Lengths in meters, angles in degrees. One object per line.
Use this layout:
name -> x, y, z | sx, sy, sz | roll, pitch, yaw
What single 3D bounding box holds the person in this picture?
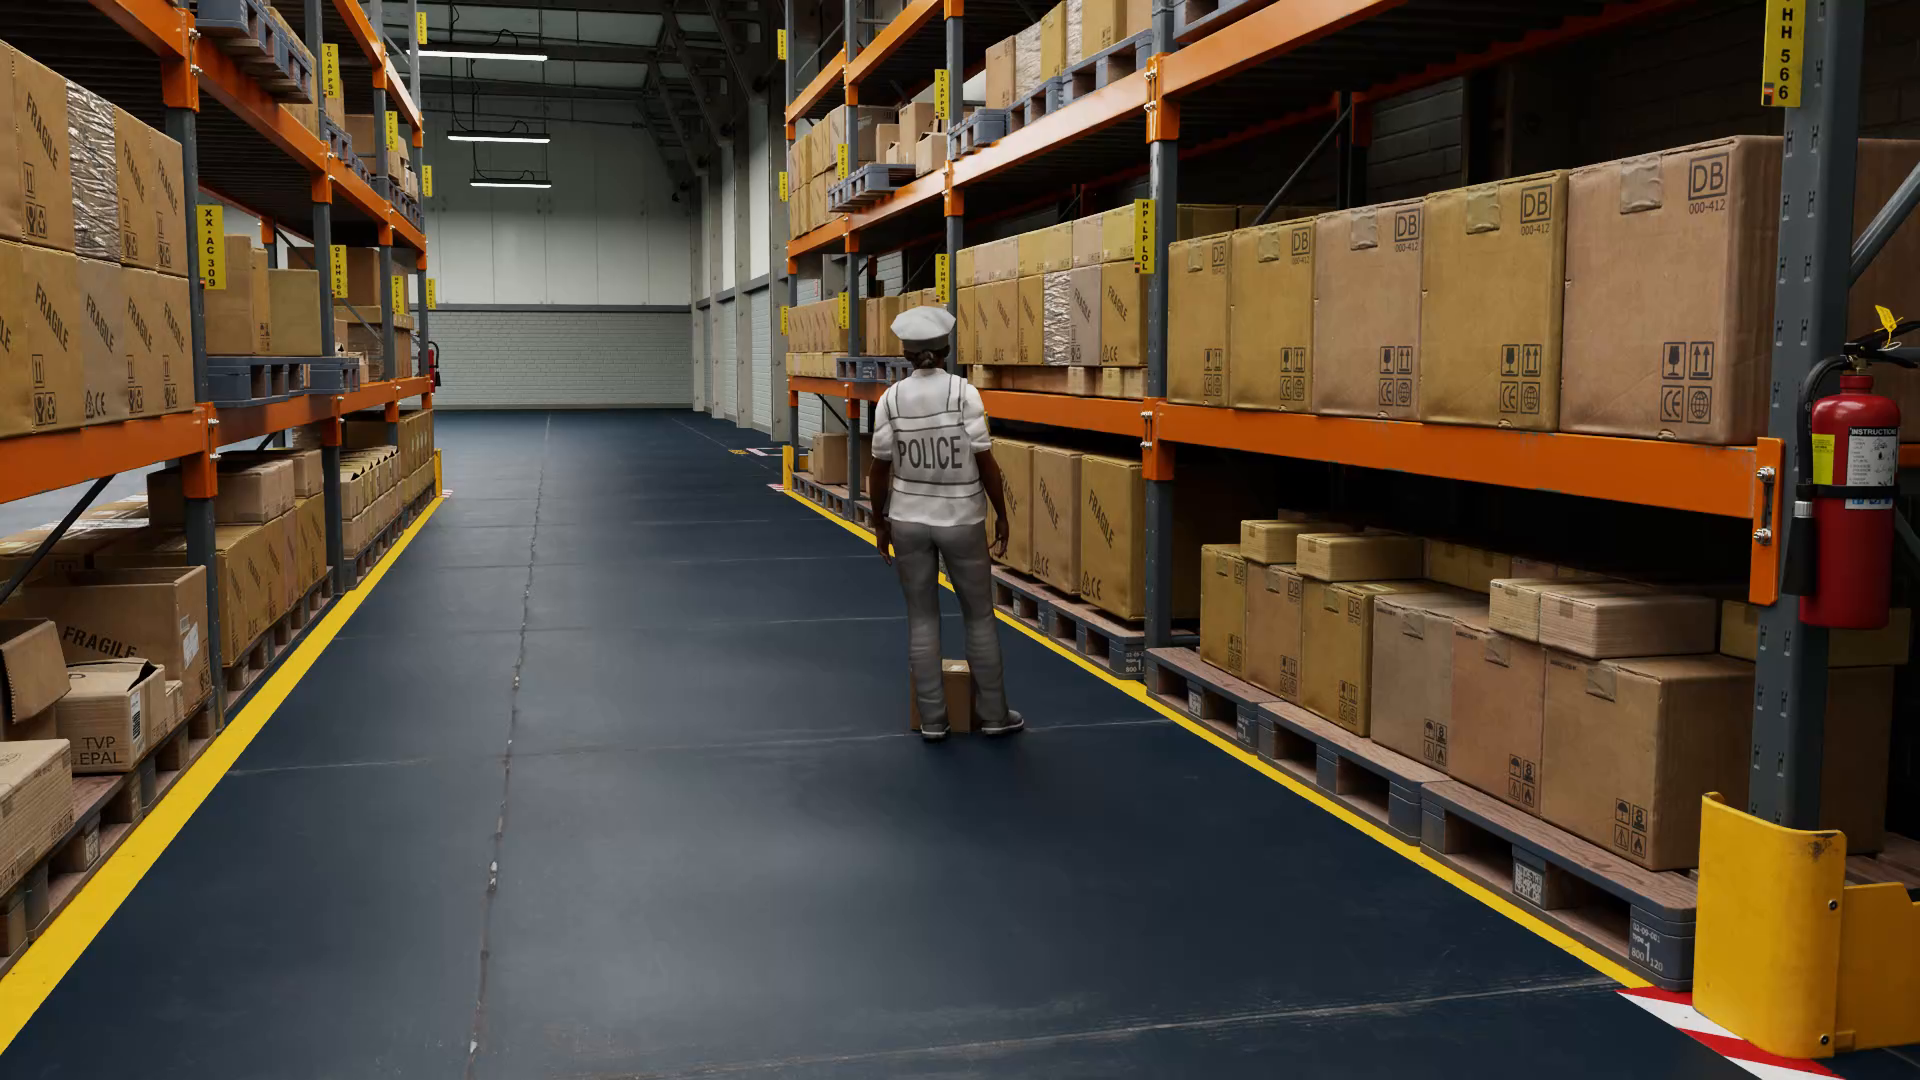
person -> -0.057, -0.064, 6.546 | 0.569, 1.692, 0.530 | 1, 6, 11
